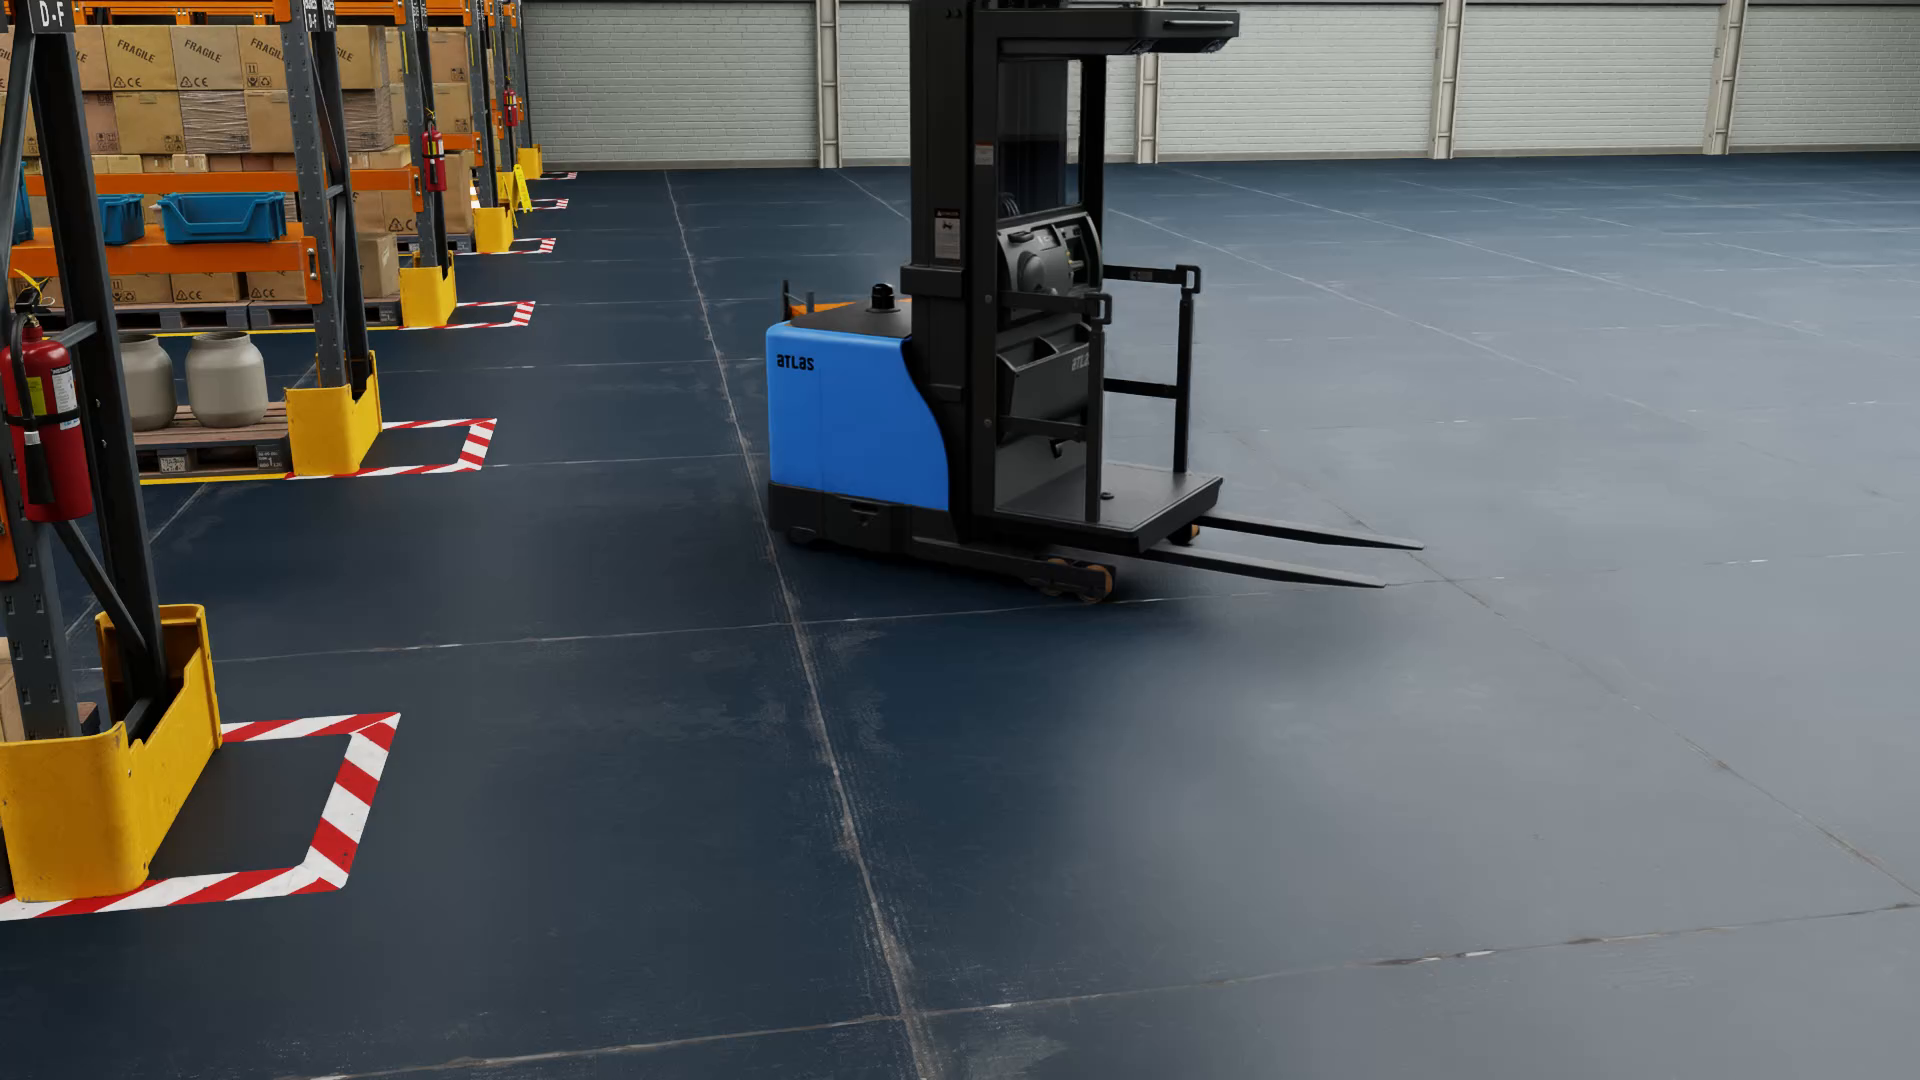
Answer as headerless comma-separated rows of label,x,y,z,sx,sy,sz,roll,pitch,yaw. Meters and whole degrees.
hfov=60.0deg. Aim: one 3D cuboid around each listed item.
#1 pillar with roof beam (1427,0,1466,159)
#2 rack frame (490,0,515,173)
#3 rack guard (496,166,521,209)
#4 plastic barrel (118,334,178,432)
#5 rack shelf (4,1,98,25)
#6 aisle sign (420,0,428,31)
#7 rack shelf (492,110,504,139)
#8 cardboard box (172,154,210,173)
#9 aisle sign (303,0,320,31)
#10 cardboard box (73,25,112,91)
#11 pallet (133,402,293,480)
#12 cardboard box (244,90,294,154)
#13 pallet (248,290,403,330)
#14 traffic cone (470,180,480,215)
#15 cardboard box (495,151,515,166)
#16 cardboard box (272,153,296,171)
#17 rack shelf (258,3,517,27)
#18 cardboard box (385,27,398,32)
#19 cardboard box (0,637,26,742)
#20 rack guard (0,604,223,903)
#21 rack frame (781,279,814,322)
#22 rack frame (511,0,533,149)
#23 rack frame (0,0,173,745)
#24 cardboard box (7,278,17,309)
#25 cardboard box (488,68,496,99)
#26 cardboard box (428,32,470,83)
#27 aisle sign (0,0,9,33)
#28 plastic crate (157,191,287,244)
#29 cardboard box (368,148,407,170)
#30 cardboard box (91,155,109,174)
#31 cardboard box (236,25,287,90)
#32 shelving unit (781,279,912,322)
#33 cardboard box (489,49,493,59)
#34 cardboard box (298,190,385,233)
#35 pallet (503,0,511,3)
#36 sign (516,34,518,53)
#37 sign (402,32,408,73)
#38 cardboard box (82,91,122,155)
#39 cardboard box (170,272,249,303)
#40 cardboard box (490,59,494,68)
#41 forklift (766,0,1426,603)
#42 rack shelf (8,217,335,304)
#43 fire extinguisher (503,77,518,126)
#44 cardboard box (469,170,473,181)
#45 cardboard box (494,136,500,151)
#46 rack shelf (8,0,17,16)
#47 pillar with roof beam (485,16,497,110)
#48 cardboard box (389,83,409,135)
pillar with roof beam,10.224,-10.550,27.255,0.400,9.000,9.100,-3,17,-10
rack frame,-6.466,-6.269,23.535,0.127,3.000,1.000,-3,17,-10
rack guard,-6.541,-5.070,23.888,0.348,0.500,1.175,-3,17,-10
plastic barrel,-4.771,-0.910,9.607,0.421,0.512,0.421,0,17,0
rack shelf,-11.319,-5.604,17.484,4.000,0.370,1.077,-3,17,-10
aisle sign,-4.582,-4.745,14.145,0.004,0.787,0.394,-3,17,-10
rack shelf,-8.430,-5.814,23.278,4.000,0.370,1.077,-3,17,-10
cardboard box,-6.280,-3.103,13.654,0.250,0.149,0.380,-3,17,-10
aisle sign,-3.520,-3.146,8.937,0.004,0.787,0.394,-3,17,-10
cardboard box,-7.042,-3.865,13.328,0.500,0.500,0.500,-3,17,-10
pallet,-4.511,-0.590,9.794,1.213,0.211,1.003,-3,17,-10
cardboard box,-5.600,-3.517,13.898,0.500,0.500,0.875,-3,17,-10
pallet,-5.465,-2.040,14.515,1.213,0.211,1.003,-3,17,-10
traffic cone,-6.644,-4.661,22.619,0.334,0.463,0.336,-3,17,-10
cardboard box,-7.813,-6.469,28.153,0.500,0.250,0.500,-3,17,-10
cardboard box,-5.557,-3.165,13.856,0.250,0.149,0.380,-3,17,-10
rack shelf,-9.375,-8.679,27.495,4.000,0.370,1.077,-3,17,-10
cardboard box,-7.906,-6.762,22.758,0.500,0.500,0.700,-3,17,-11
cardboard box,-3.279,0.523,5.389,0.500,0.250,0.500,-3,17,-10
rack guard,-2.687,0.637,5.307,0.348,0.500,1.175,-3,17,-10
rack frame,-0.861,-0.809,8.950,0.032,1.125,0.500,-7,18,-21
rack frame,-7.412,-7.700,28.193,0.127,3.000,1.000,-3,17,-10
rack frame,-2.711,-0.557,4.935,0.127,3.000,1.000,-3,17,-10
cardboard box,-8.113,-2.206,13.849,0.500,0.500,0.500,-4,17,-12
cardboard box,-7.845,-7.645,27.843,0.500,0.500,0.500,-4,17,-12
cardboard box,-5.800,-5.426,18.696,0.550,0.550,0.875,-3,17,-10
aisle sign,-2.591,-1.718,4.290,0.004,0.787,0.394,-3,17,-10
plastic crate,-4.081,-1.799,9.235,0.616,0.251,0.499,-3,17,-10
cardboard box,-4.827,-3.217,14.025,0.250,0.149,0.380,-3,17,-10
cardboard box,-7.023,-3.072,13.552,0.250,0.149,0.380,-3,17,-10
cardboard box,-5.569,-3.949,13.601,0.500,0.500,0.500,-3,17,-10
shelving unit,-0.390,-0.865,9.134,1.048,1.125,0.538,-7,18,-21
cardboard box,-7.723,-8.119,27.777,0.250,0.149,0.380,-3,17,-10
cardboard box,-6.945,-3.927,18.811,0.875,0.875,0.875,-4,17,-11
pallet,-8.111,-9.060,27.662,1.213,0.211,1.003,-3,17,-10
sign,-7.322,-8.210,27.476,0.005,0.325,0.100,-3,17,-10
sign,-4.501,-3.956,13.493,0.005,0.325,0.100,-3,17,-10
cardboard box,-7.091,-3.462,13.716,0.500,0.500,0.875,-3,17,-10
cardboard box,-6.401,-2.316,14.205,0.500,0.500,0.500,-2,17,-5
cardboard box,-7.699,-7.958,27.757,0.250,0.149,0.380,-3,17,-10
forklift,0.594,-1.301,7.476,3.031,2.935,1.130,10,19,28
rack shelf,-5.610,-1.529,9.328,4.000,0.370,1.077,-3,17,-10
fire extinguisher,-6.267,-6.106,23.134,0.183,0.674,0.296,-3,17,-10
cardboard box,-7.311,-5.190,23.990,0.500,0.250,0.500,-3,17,-11
cardboard box,-7.830,-6.708,28.080,0.500,0.250,0.500,-3,17,-11
rack shelf,-4.674,-1.535,4.238,4.000,0.370,1.077,-3,17,-10
pillar with roof beam,-7.450,-9.548,23.991,0.400,9.000,9.100,-3,17,-10
cardboard box,-6.320,-4.849,18.655,0.550,0.550,0.875,-3,17,-10
